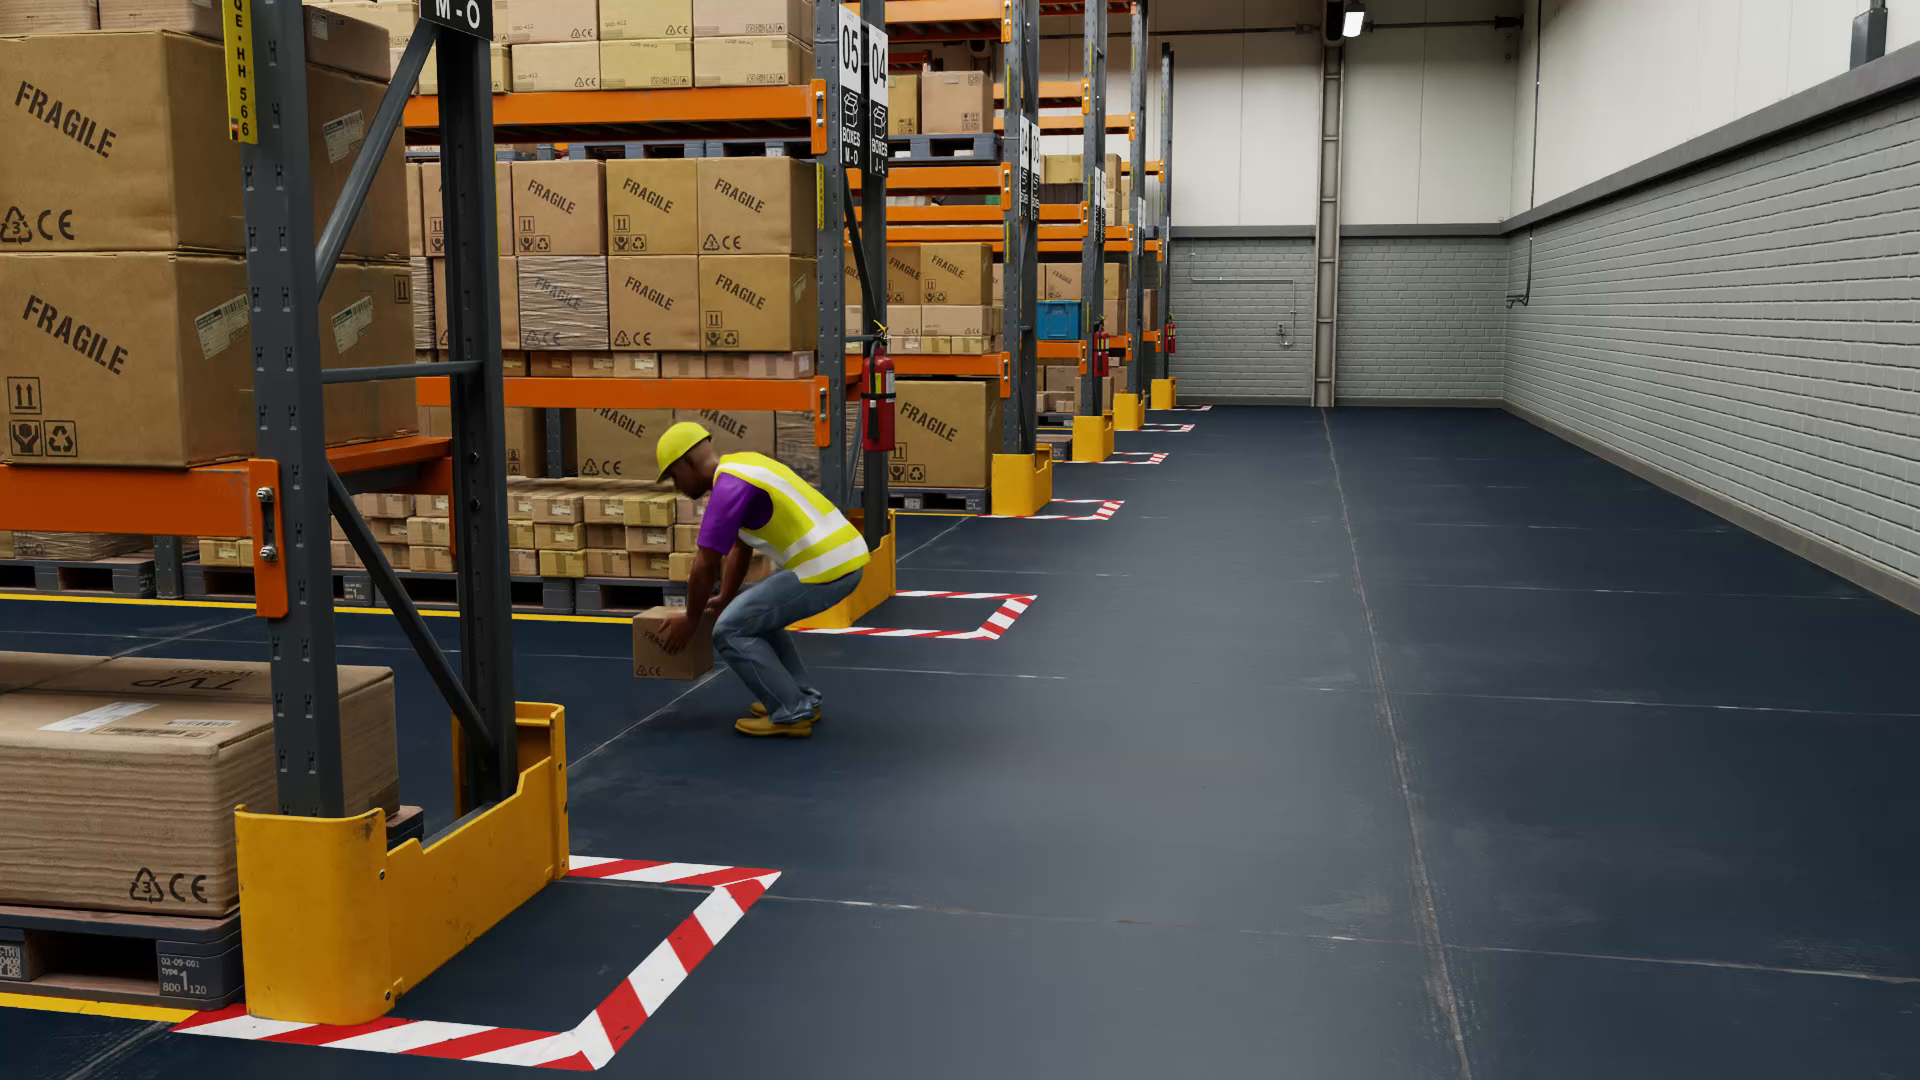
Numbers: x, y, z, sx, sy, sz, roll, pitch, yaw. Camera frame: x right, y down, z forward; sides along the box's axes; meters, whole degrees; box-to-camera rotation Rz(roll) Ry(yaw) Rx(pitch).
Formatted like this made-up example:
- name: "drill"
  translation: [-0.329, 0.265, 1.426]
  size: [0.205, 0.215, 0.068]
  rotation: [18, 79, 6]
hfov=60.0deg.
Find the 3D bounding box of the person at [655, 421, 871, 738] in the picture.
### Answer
- name: "person"
  translation: [-0.791, 0.149, 6.602]
  size: [0.831, 1.233, 0.623]
  rotation: [2, 8, 11]
